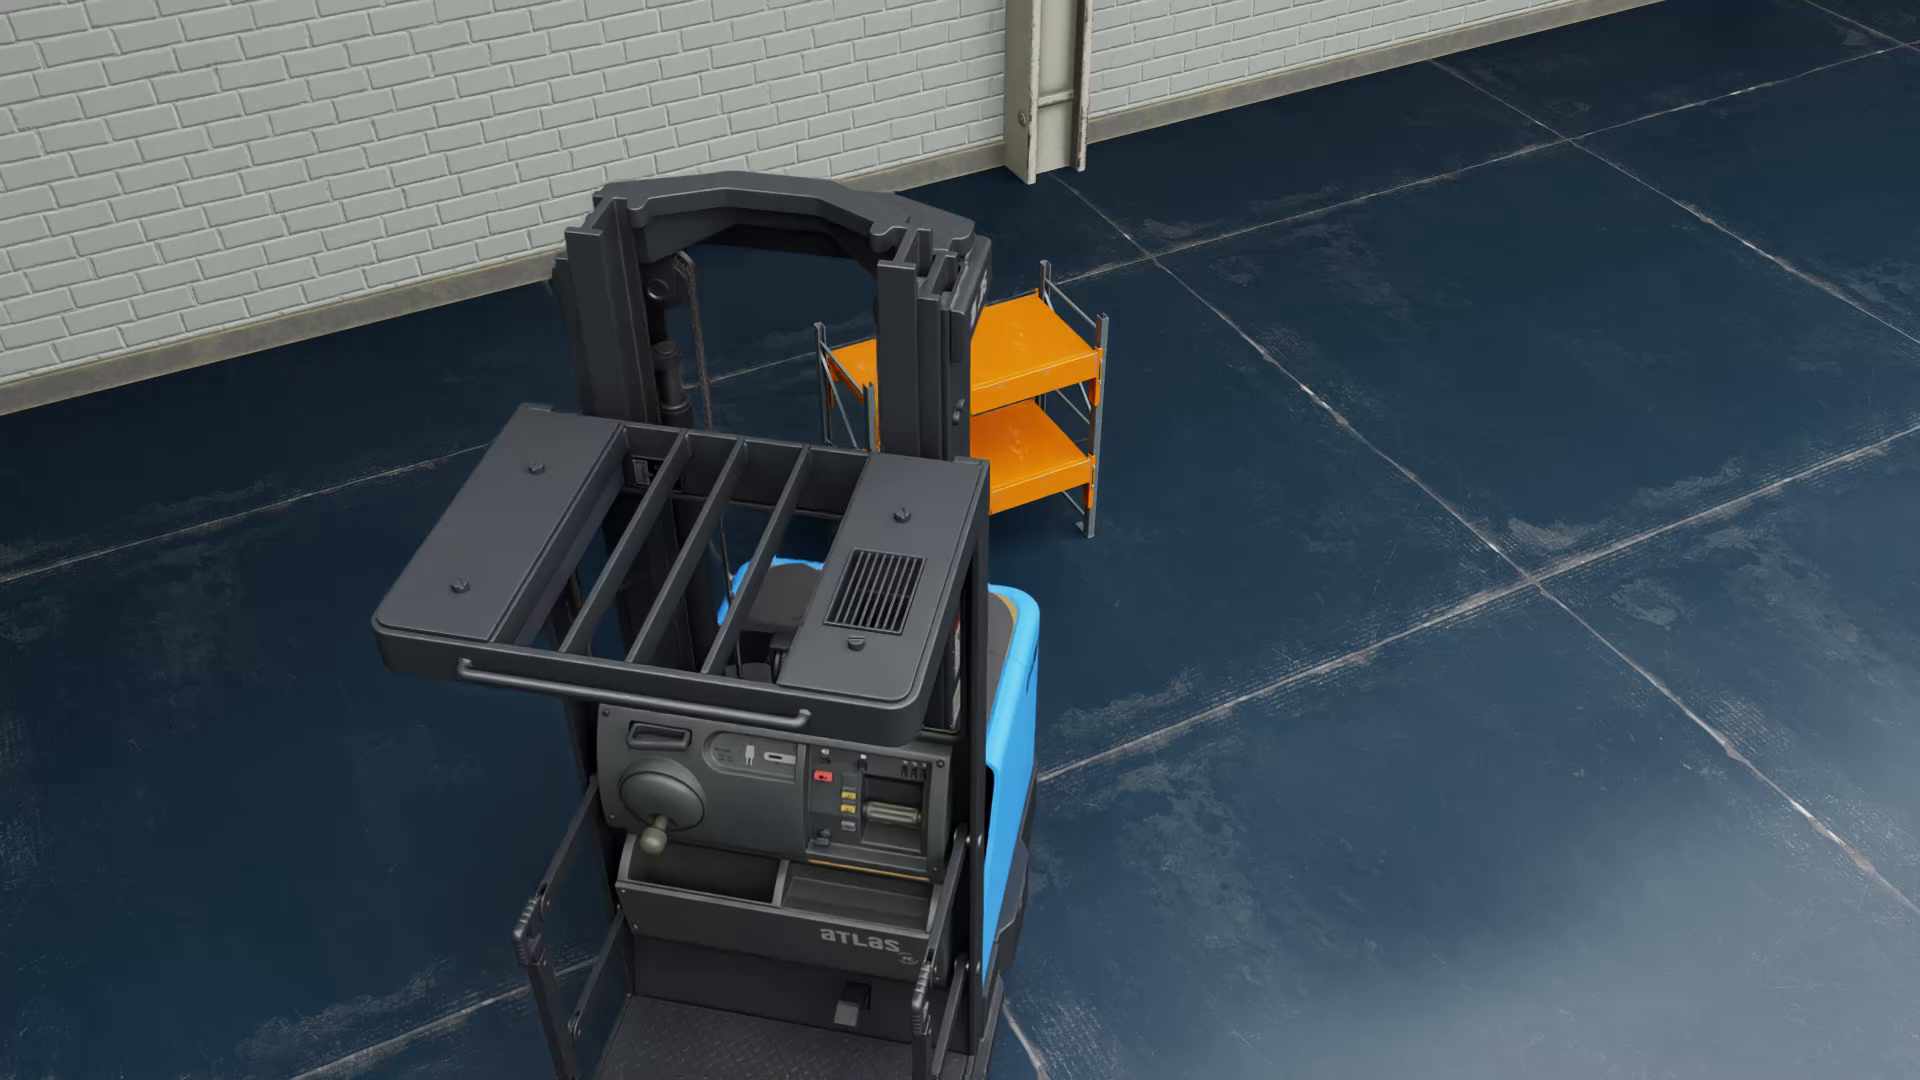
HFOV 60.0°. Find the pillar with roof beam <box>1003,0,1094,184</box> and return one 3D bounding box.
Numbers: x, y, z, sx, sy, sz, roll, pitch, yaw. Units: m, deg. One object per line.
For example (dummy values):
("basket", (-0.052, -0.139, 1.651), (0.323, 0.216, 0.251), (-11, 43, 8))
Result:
("pillar with roof beam", (2.487, -3.189, 4.052), (0.400, 9.000, 9.100), (-19, 44, -21))

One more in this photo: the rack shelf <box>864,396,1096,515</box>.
("rack shelf", (0.006, -0.245, 7.047), (1.000, 0.278, 0.538), (-19, 44, -21))

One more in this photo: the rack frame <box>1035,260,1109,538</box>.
("rack frame", (0.457, -0.583, 7.068), (0.032, 1.125, 0.500), (-19, 44, -21))

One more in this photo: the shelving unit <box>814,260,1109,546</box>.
("shelving unit", (0.006, -0.431, 6.889), (1.048, 1.125, 0.538), (-19, 44, -21))

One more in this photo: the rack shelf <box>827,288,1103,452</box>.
("rack shelf", (0.006, -0.655, 6.700), (1.000, 0.278, 0.538), (-19, 44, -21))

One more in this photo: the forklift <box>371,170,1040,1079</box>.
("forklift", (-0.526, 0.733, 4.115), (1.130, 2.935, 3.031), (8, 41, 9))

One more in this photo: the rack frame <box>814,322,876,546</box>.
("rack frame", (-0.445, -0.280, 6.710), (0.032, 1.125, 0.500), (-19, 44, -21))
